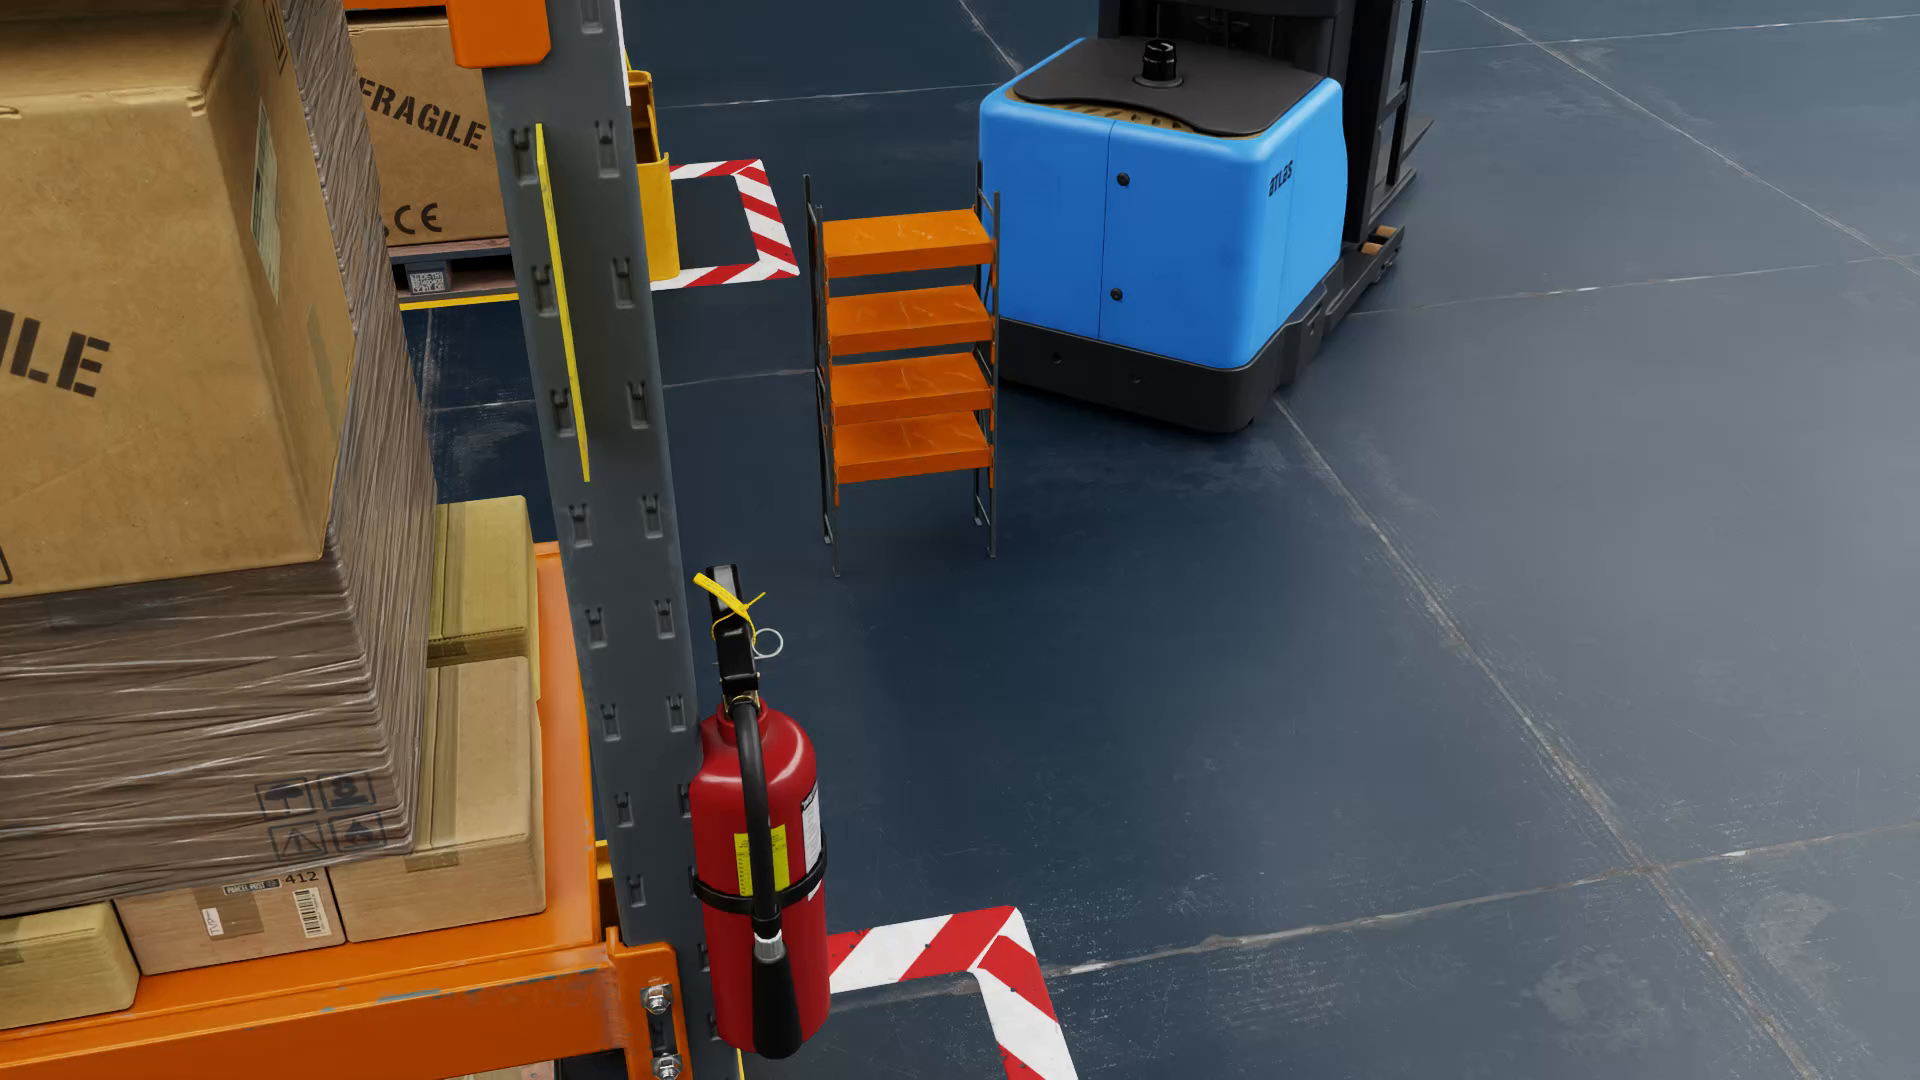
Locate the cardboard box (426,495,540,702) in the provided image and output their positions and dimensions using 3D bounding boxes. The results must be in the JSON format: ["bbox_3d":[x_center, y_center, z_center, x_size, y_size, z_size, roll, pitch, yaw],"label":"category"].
[{"bbox_3d":[-0.805,0.101,2.633,0.250,0.149,0.380,-7,35,-11],"label":"cardboard box"}]

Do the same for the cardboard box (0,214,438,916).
[{"bbox_3d":[-1.016,-0.021,2.232,0.500,0.500,0.875,-7,35,-11],"label":"cardboard box"}]

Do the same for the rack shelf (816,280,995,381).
[{"bbox_3d":[-0.161,-0.608,4.798,0.480,0.148,0.258,-7,35,-11],"label":"rack shelf"}]

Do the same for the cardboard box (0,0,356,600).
[{"bbox_3d":[-0.956,-0.287,1.731,0.500,0.500,0.500,-7,35,-11],"label":"cardboard box"}]

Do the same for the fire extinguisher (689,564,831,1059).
[{"bbox_3d":[-0.261,0.360,2.091,0.183,0.674,0.296,-7,35,-11],"label":"fire extinguisher"}]

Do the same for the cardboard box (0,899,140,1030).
[{"bbox_3d":[-1.183,0.432,2.139,0.250,0.149,0.380,-7,35,-11],"label":"cardboard box"}]

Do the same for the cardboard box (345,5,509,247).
[{"bbox_3d":[-2.116,-1.789,6.755,0.875,0.875,0.875,-7,34,-10],"label":"cardboard box"}]

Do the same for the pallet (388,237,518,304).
[{"bbox_3d":[-2.232,-1.318,7.024,1.213,0.211,1.003,-7,35,-11],"label":"pallet"}]

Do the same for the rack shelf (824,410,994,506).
[{"bbox_3d":[-0.161,-0.257,5.033,0.480,0.148,0.258,-7,35,-11],"label":"rack shelf"}]

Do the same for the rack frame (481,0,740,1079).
[{"bbox_3d":[-0.474,0.092,2.422,0.127,3.000,1.000,-7,35,-11],"label":"rack frame"}]

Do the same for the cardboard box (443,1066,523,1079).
[{"bbox_3d":[-1.087,1.023,2.900,0.500,0.500,0.500,-1,34,-2],"label":"cardboard box"}]

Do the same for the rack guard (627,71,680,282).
[{"bbox_3d":[-1.446,-1.582,7.158,0.348,0.500,1.175,-7,35,-11],"label":"rack guard"}]

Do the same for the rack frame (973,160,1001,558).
[{"bbox_3d":[0.077,-0.508,4.930,0.015,1.200,0.240,-7,35,-11],"label":"rack frame"}]

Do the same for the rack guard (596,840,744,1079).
[{"bbox_3d":[-0.548,1.139,3.104,0.348,0.500,1.175,-7,35,-11],"label":"rack guard"}]

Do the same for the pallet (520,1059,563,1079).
[{"bbox_3d":[-1.348,1.339,3.065,1.213,0.211,1.003,-7,35,-11],"label":"pallet"}]

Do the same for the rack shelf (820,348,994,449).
[{"bbox_3d":[-0.161,-0.422,4.923,0.480,0.148,0.258,-7,35,-11],"label":"rack shelf"}]

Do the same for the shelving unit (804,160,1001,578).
[{"bbox_3d":[-0.161,-0.478,4.885,0.503,1.200,0.258,-7,35,-11],"label":"shelving unit"}]

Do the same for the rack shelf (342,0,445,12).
[{"bbox_3d":[-3.420,-2.072,6.291,4.000,0.370,1.077,-7,35,-11],"label":"rack shelf"}]

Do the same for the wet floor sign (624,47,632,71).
[{"bbox_3d":[-1.878,-2.719,8.722,0.232,0.644,0.267,-13,36,-19],"label":"wet floor sign"}]

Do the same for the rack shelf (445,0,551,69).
[{"bbox_3d":[-2.425,-0.609,1.420,4.000,0.370,1.077,-7,35,-11],"label":"rack shelf"}]

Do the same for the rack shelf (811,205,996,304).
[{"bbox_3d":[-0.161,-0.804,4.666,0.480,0.148,0.258,-7,35,-11],"label":"rack shelf"}]

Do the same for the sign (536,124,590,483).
[{"bbox_3d":[-0.371,-0.216,1.558,0.005,0.325,0.100,-7,35,-11],"label":"sign"}]

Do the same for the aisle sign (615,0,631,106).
[{"bbox_3d":[-0.347,-0.832,1.466,0.004,0.787,0.394,-7,35,-11],"label":"aisle sign"}]

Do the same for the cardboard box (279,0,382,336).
[{"bbox_3d":[-1.070,-0.569,2.152,0.500,0.500,0.500,-7,35,-11],"label":"cardboard box"}]

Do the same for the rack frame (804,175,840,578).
[{"bbox_3d":[-0.399,-0.448,4.841,0.015,1.200,0.240,-7,35,-11],"label":"rack frame"}]

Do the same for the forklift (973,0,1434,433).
[{"bbox_3d":[1.201,-2.379,6.164,1.130,2.935,3.031,17,37,24],"label":"forklift"}]

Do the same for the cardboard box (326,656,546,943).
[{"bbox_3d":[-0.706,0.343,2.272,0.250,0.149,0.380,-7,35,-11],"label":"cardboard box"}]

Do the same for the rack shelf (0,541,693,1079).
[{"bbox_3d":[-2.425,0.636,2.256,4.000,0.370,1.077,-7,35,-11],"label":"rack shelf"}]

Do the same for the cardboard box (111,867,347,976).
[{"bbox_3d":[-0.950,0.373,2.227,0.250,0.149,0.380,-7,35,-11],"label":"cardboard box"}]
